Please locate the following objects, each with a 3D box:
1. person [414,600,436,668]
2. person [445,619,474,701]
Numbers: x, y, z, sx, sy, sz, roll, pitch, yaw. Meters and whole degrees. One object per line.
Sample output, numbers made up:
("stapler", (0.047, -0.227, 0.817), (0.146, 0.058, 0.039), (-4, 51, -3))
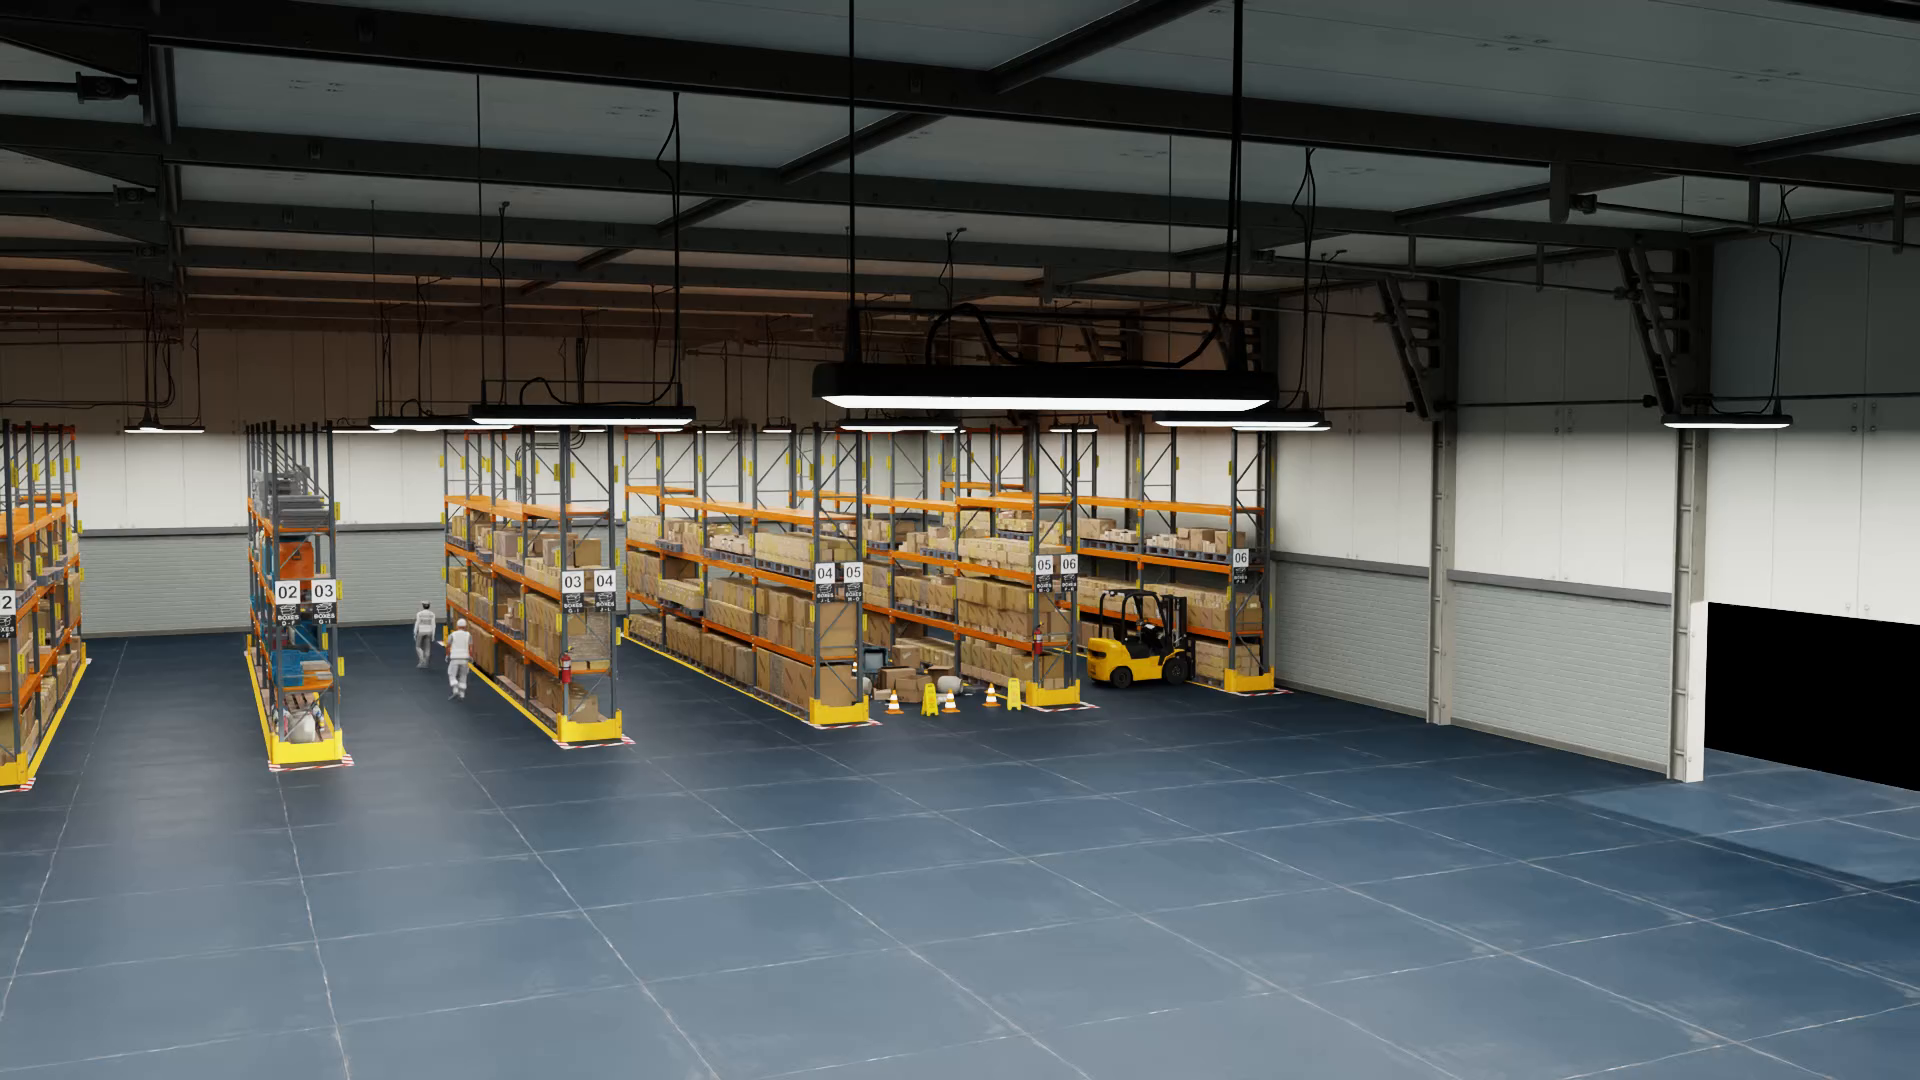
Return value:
("person", (-13.138, 2.324, 40.849), (0.510, 1.674, 0.460), (-2, 4, -24))
("person", (-10.799, 2.600, 35.946), (0.587, 1.758, 0.711), (-2, 4, -23))
